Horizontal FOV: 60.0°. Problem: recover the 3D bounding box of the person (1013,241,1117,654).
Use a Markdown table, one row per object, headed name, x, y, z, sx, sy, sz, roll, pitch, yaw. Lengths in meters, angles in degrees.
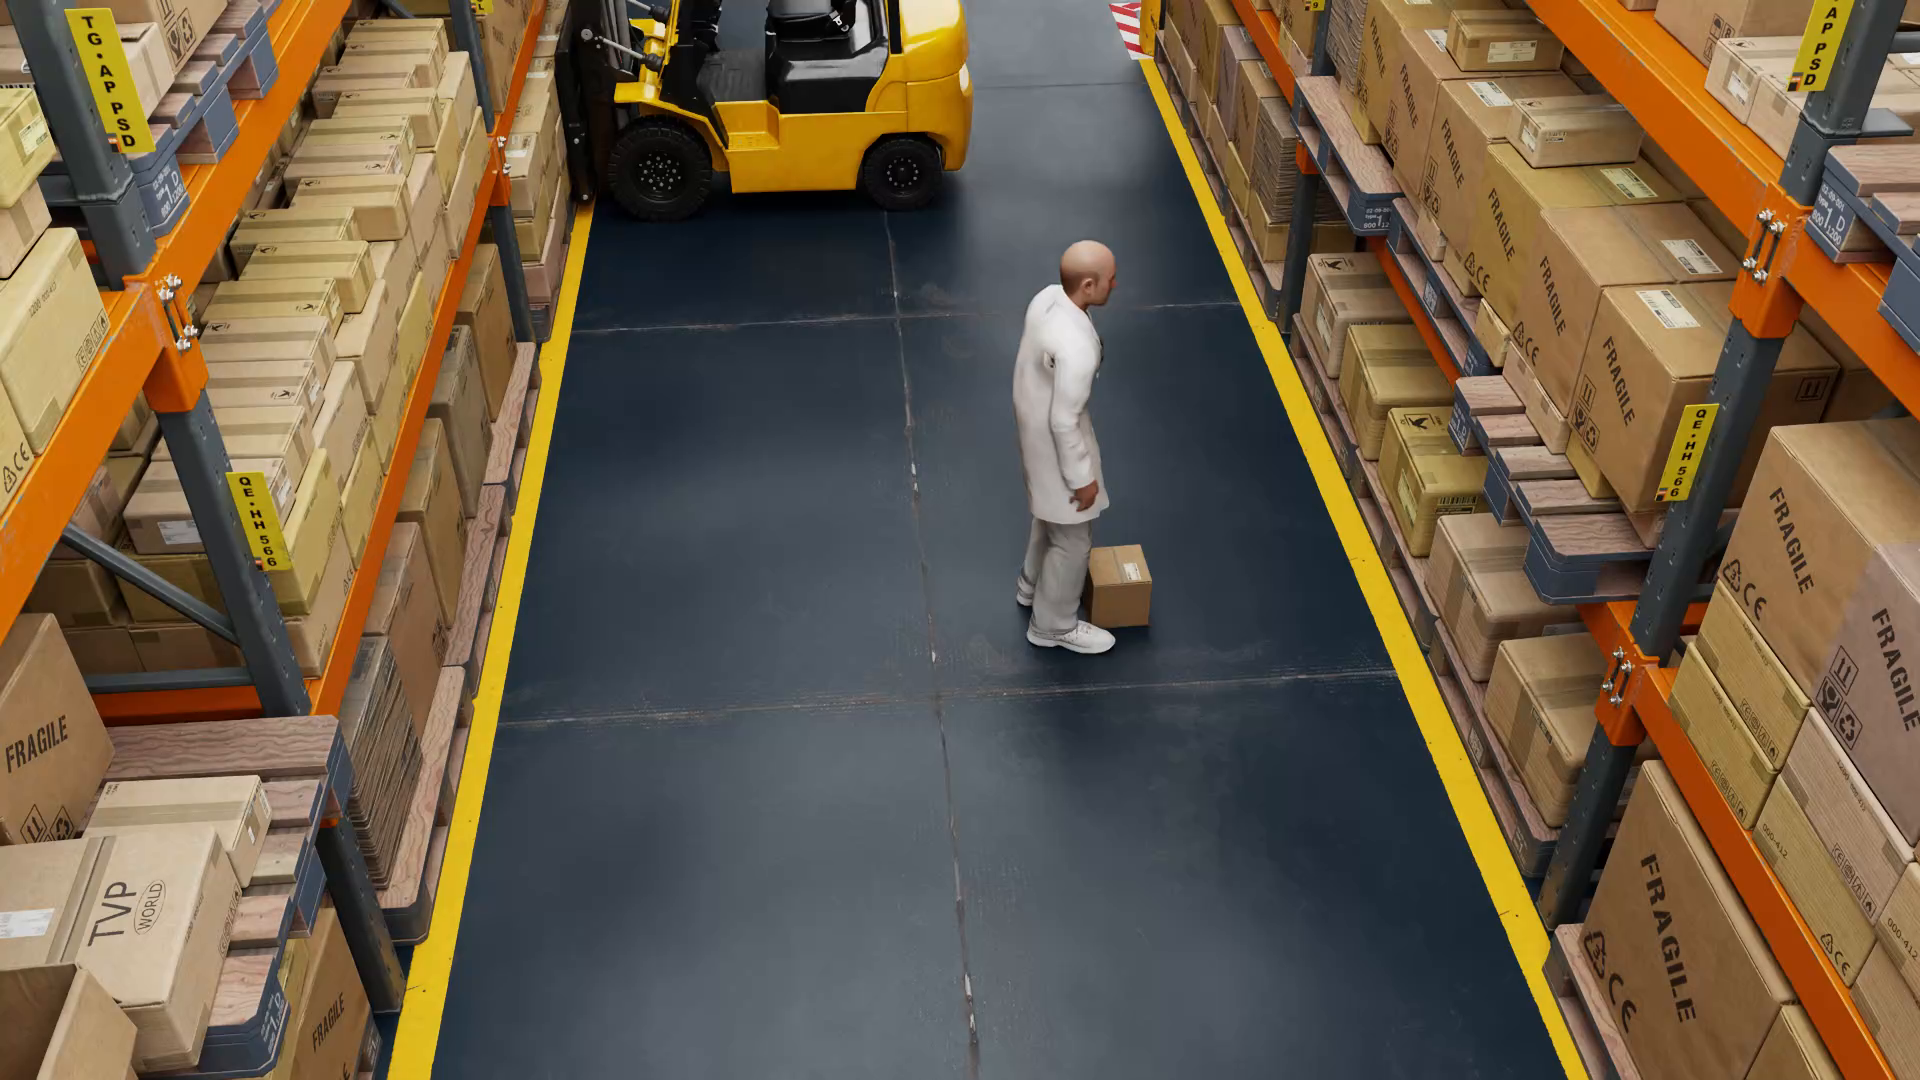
| name | x | y | z | sx | sy | sz | roll | pitch | yaw |
| --- | --- | --- | --- | --- | --- | --- | --- | --- | --- |
| person | 0.419 | -0.380 | 6.642 | 0.416 | 1.774 | 0.651 | -4 | 39 | -5 |
